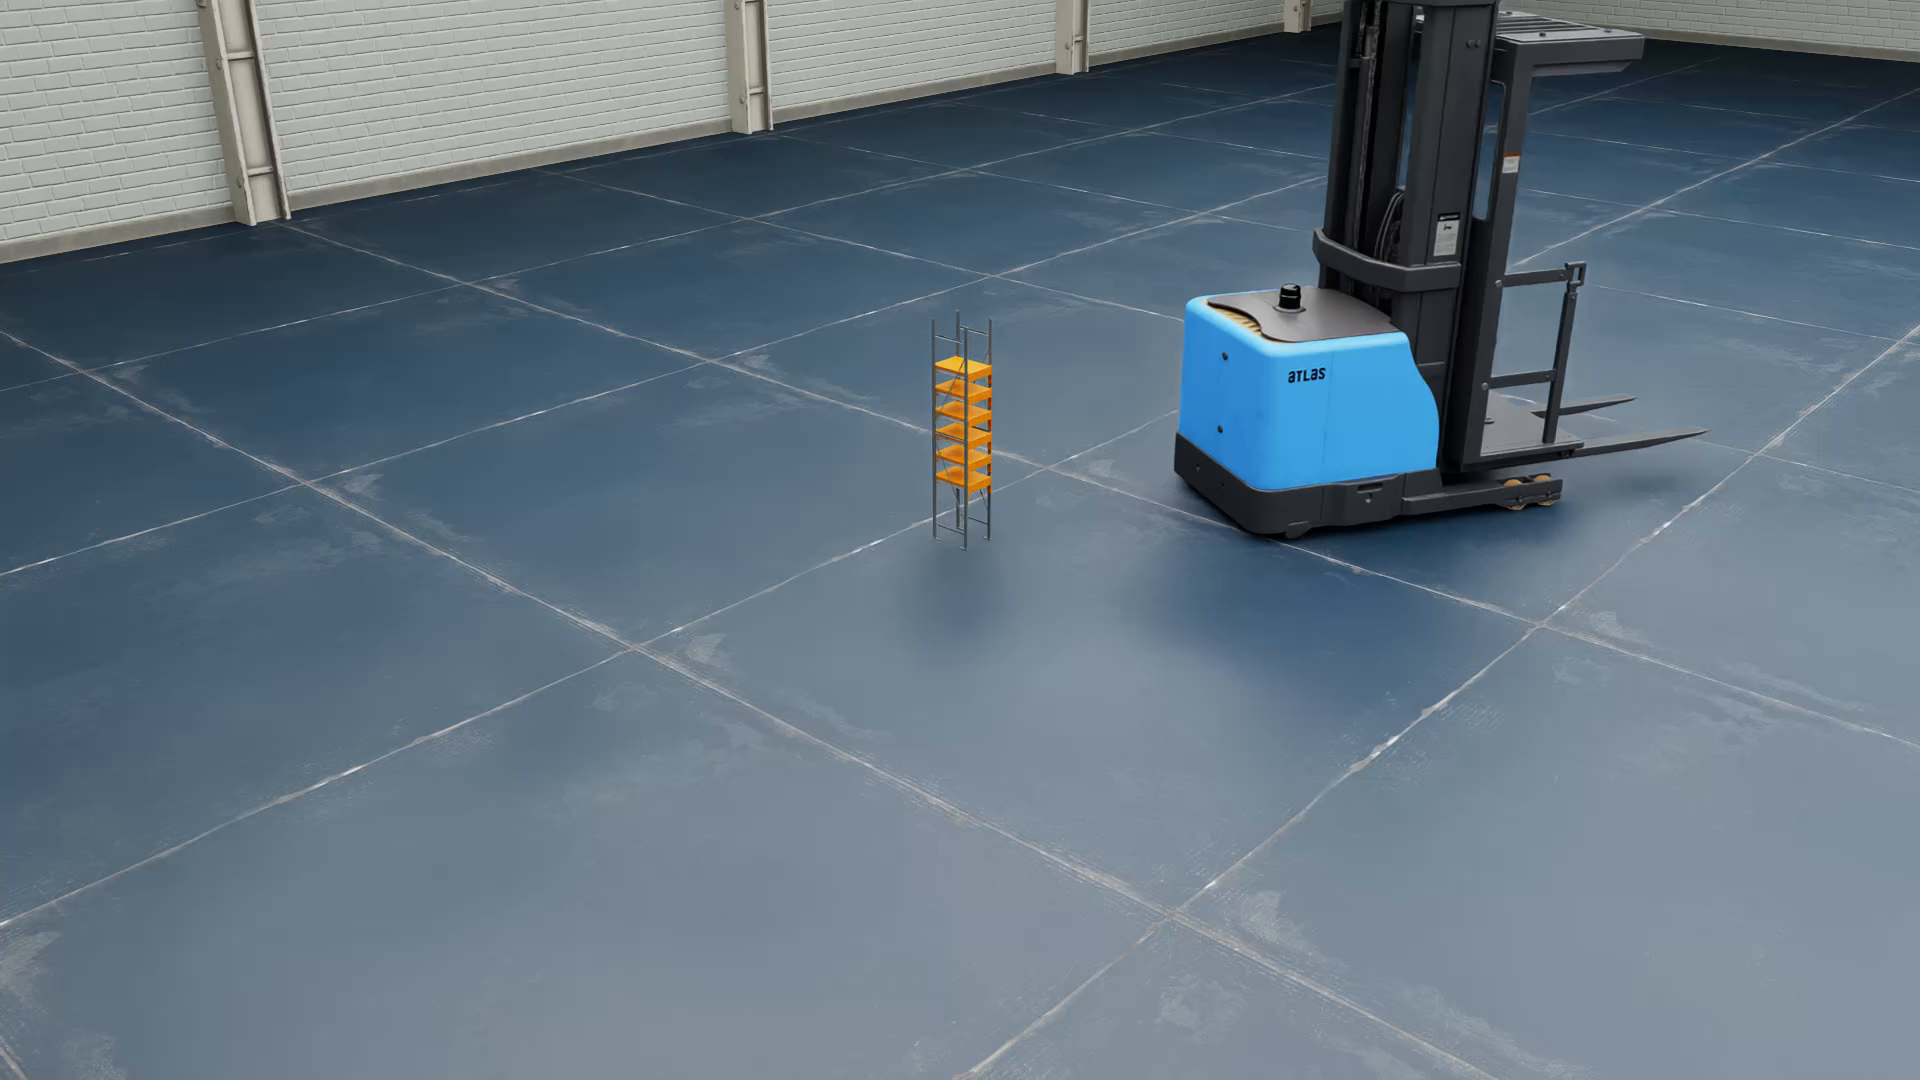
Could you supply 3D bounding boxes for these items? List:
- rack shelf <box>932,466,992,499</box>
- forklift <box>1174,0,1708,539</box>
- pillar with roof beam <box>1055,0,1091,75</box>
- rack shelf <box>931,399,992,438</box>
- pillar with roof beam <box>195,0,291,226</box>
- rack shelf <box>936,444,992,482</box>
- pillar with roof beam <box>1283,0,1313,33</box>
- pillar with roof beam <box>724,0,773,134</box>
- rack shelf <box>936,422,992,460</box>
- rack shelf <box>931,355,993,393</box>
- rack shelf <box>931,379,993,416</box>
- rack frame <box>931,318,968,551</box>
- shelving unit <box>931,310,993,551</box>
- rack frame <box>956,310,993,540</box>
[{"bbox_3d":[0.010,-0.292,8.631,0.258,0.103,0.180,20,31,38],"label":"rack shelf"},{"bbox_3d":[2.789,-1.694,8.945,3.031,2.935,1.130,-8,25,-17],"label":"forklift"},{"bbox_3d":[4.782,-9.547,19.044,9.100,9.000,0.400,20,31,38],"label":"pillar with roof beam"},{"bbox_3d":[0.010,-0.621,8.483,0.258,0.103,0.180,20,31,38],"label":"rack shelf"},{"bbox_3d":[-3.227,-5.891,10.890,9.100,9.000,0.400,20,31,38],"label":"pillar with roof beam"},{"bbox_3d":[0.010,-0.402,8.582,0.258,0.103,0.180,20,31,38],"label":"rack shelf"},{"bbox_3d":[8.787,-11.375,23.121,9.100,9.000,0.400,20,31,38],"label":"pillar with roof beam"},{"bbox_3d":[0.778,-7.719,14.967,9.100,9.000,0.400,20,31,38],"label":"pillar with roof beam"},{"bbox_3d":[0.010,-0.511,8.533,0.258,0.103,0.180,20,31,38],"label":"rack shelf"},{"bbox_3d":[0.010,-0.840,8.385,0.258,0.103,0.180,20,31,38],"label":"rack shelf"},{"bbox_3d":[0.010,-0.730,8.434,0.258,0.103,0.180,20,31,38],"label":"rack shelf"},{"bbox_3d":[-0.051,-0.524,8.452,0.240,1.200,0.006,20,31,38],"label":"rack frame"},{"bbox_3d":[0.010,-0.552,8.514,0.258,1.200,0.189,20,31,38],"label":"shelving unit"},{"bbox_3d":[0.071,-0.580,8.577,0.240,1.200,0.006,20,31,38],"label":"rack frame"}]
